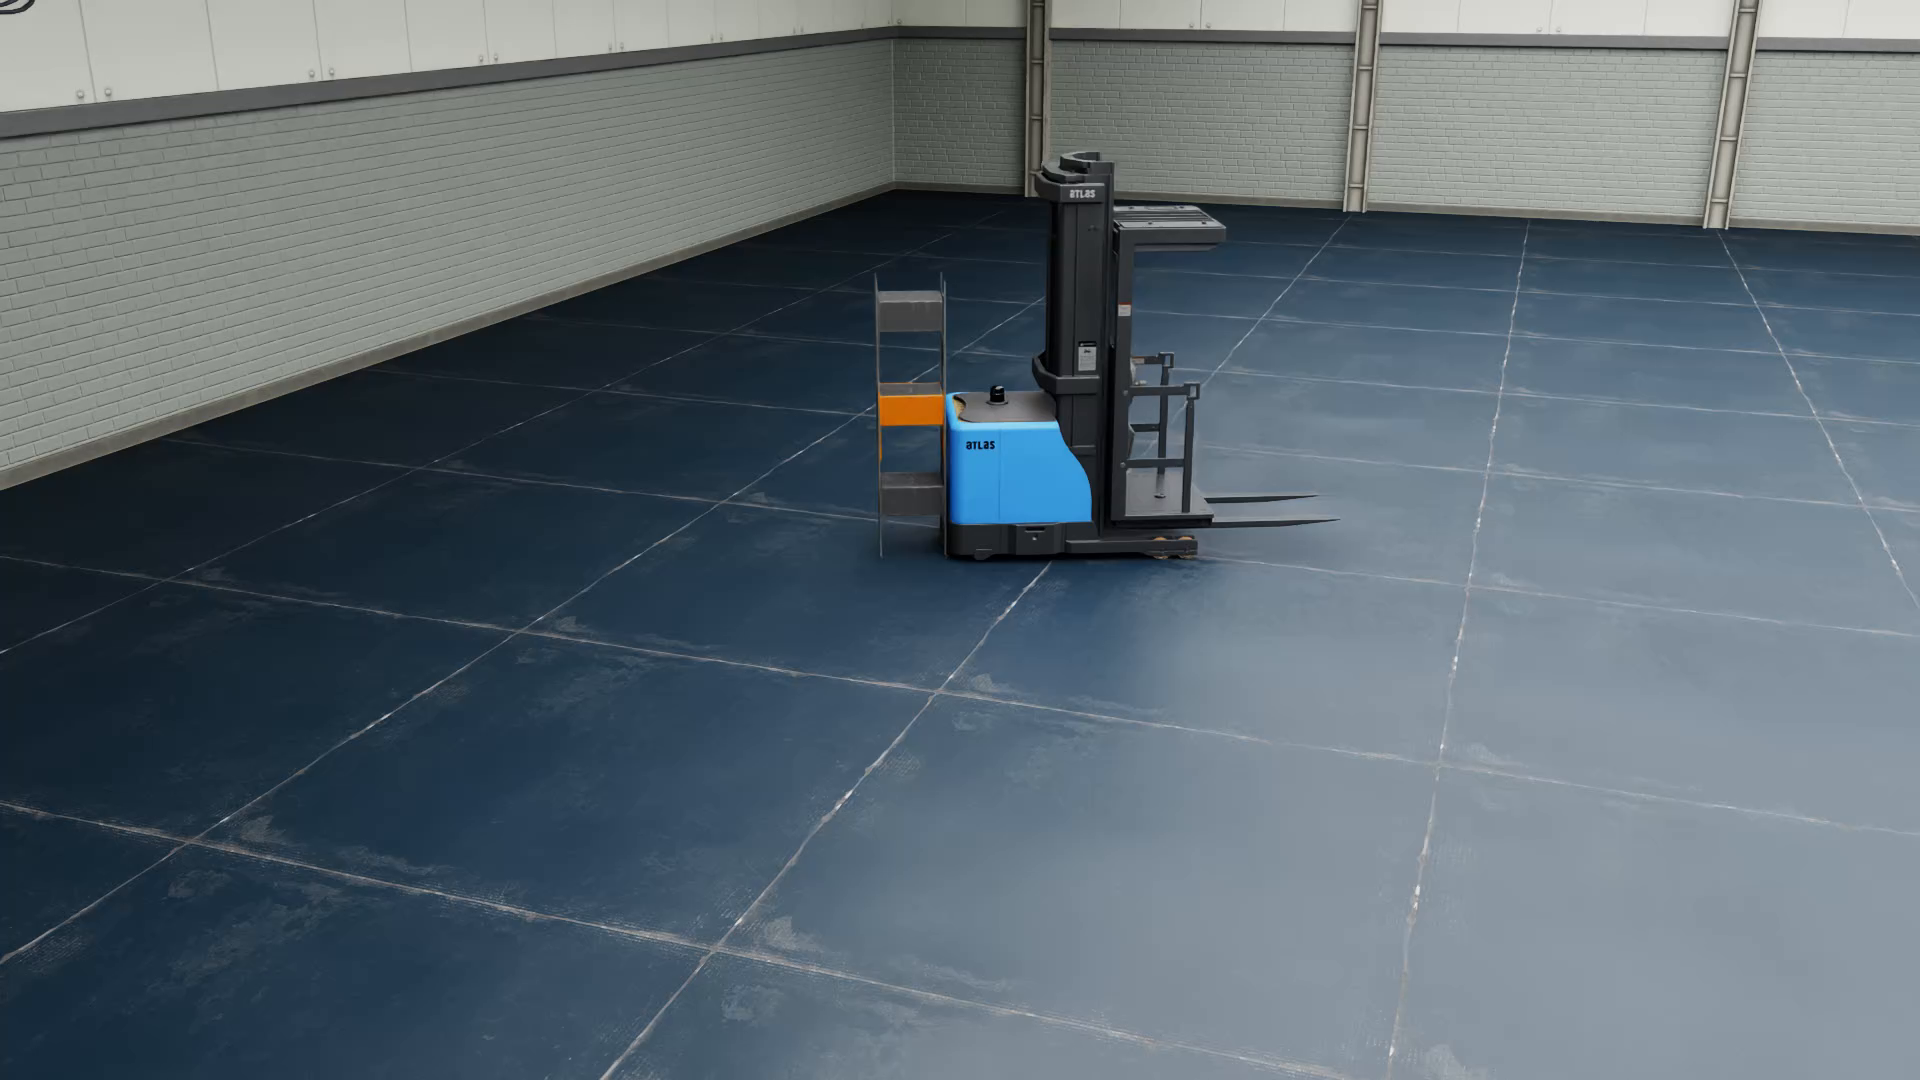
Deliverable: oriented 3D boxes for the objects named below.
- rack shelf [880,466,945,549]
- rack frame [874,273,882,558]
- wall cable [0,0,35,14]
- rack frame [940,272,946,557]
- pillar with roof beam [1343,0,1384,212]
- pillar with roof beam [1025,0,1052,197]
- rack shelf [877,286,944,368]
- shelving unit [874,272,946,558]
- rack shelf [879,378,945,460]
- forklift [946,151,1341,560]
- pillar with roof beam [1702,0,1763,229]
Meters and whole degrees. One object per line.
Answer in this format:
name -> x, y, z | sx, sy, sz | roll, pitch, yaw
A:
rack shelf -> -0.369, -0.250, 12.687 | 0.480, 0.518, 0.431 | -1, 19, -4
rack frame -> -0.612, -0.918, 12.435 | 0.015, 2.100, 0.400 | -1, 19, -4
wall cable -> -8.082, -6.343, 12.351 | 0.169, 6.003, 2.305 | 7, 20, 18
rack frame -> -0.126, -0.929, 12.468 | 0.015, 2.100, 0.400 | -1, 19, -4
pillar with roof beam -> 5.728, -8.865, 24.753 | 0.400, 9.000, 9.100 | 7, 20, 18
pillar with roof beam -> 0.061, -9.513, 26.612 | 0.400, 9.000, 9.100 | 7, 20, 18
rack shelf -> -0.369, -1.572, 12.226 | 0.480, 0.518, 0.431 | -1, 19, -4
shelving unit -> -0.369, -0.924, 12.452 | 0.503, 2.100, 0.431 | -1, 19, -4
rack shelf -> -0.369, -0.911, 12.456 | 0.480, 0.518, 0.431 | -1, 19, -4
forklift -> 1.395, -1.409, 12.580 | 3.031, 2.935, 1.130 | -1, 19, -4
pillar with roof beam -> 11.396, -8.217, 22.894 | 0.400, 9.000, 9.100 | 7, 20, 18
